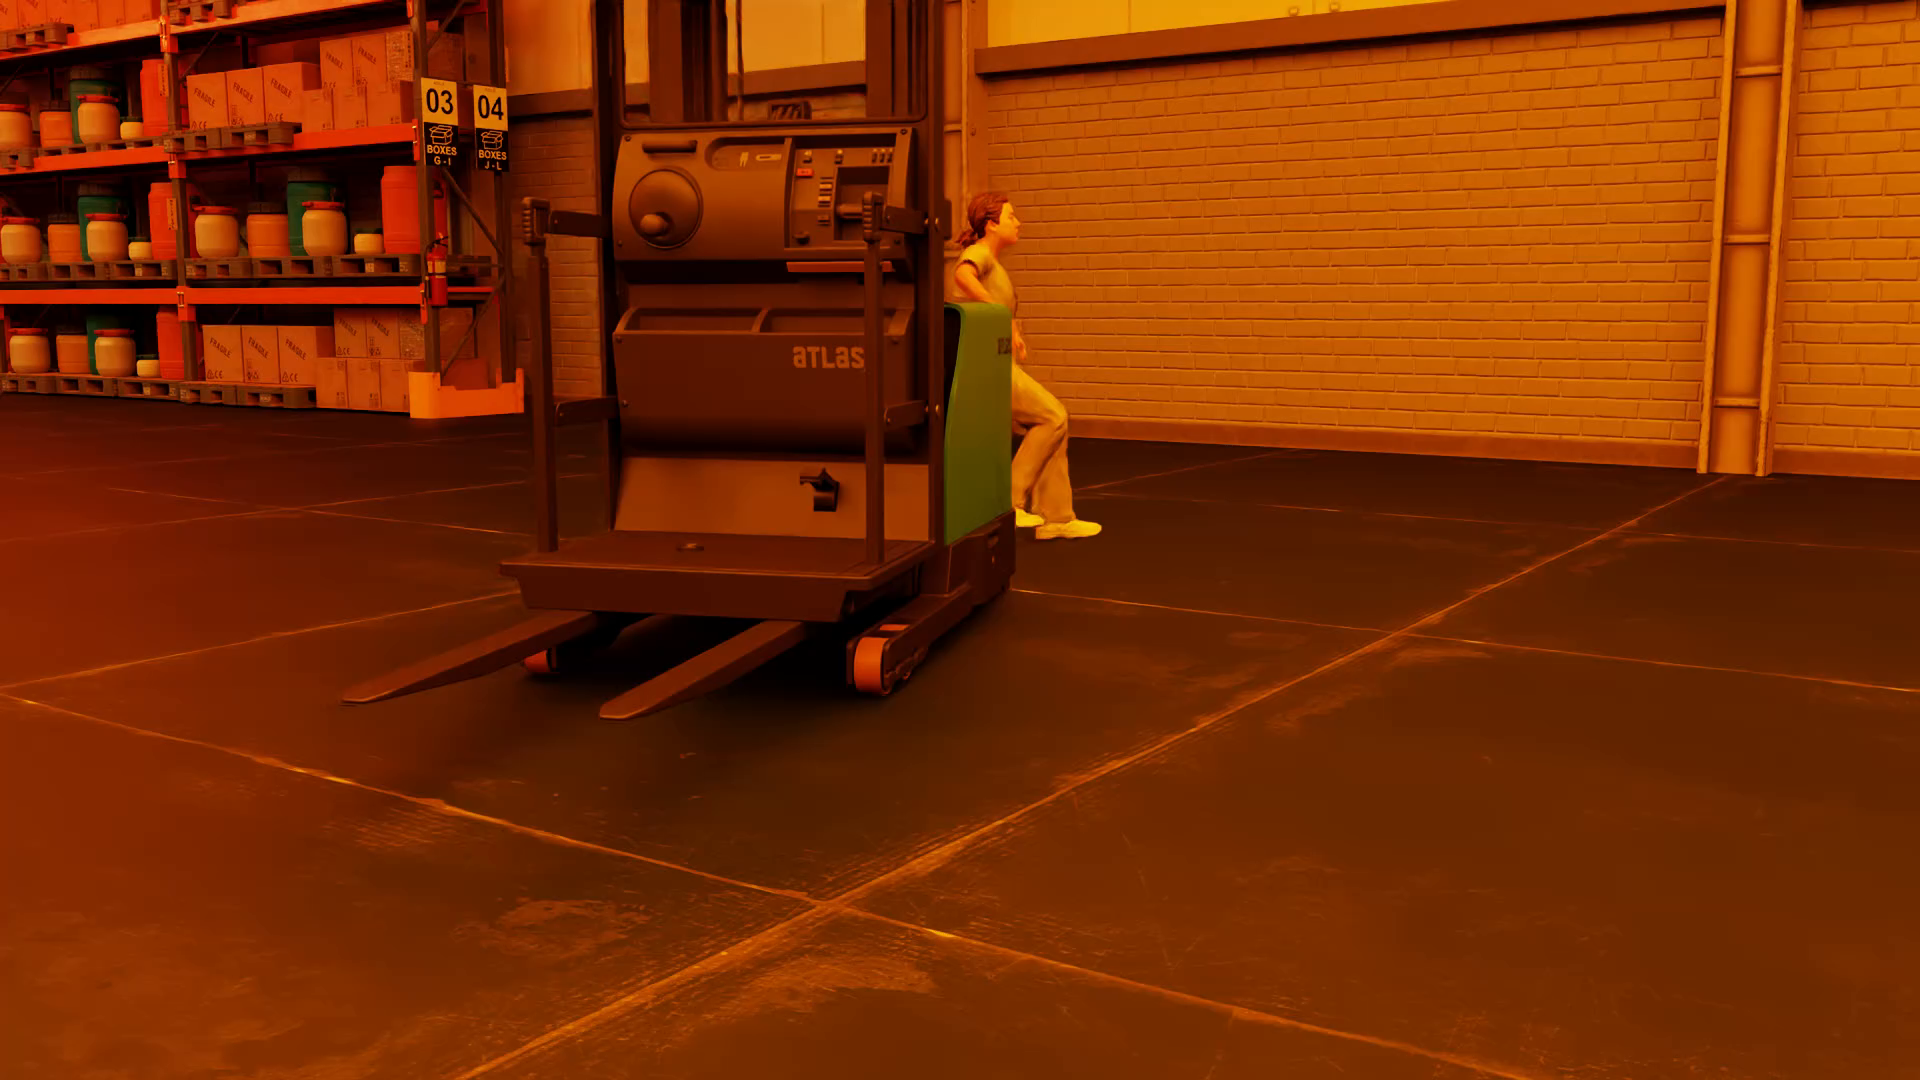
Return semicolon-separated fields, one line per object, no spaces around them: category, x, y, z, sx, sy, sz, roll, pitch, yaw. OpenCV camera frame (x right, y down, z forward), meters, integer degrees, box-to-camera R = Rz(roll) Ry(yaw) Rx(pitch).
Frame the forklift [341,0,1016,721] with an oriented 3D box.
forklift;-0.648;-1.081;4.791;1.130;2.935;3.031;2;8;14

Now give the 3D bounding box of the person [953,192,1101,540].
person;0.300;-0.770;7.481;0.681;1.564;0.902;1;8;10
